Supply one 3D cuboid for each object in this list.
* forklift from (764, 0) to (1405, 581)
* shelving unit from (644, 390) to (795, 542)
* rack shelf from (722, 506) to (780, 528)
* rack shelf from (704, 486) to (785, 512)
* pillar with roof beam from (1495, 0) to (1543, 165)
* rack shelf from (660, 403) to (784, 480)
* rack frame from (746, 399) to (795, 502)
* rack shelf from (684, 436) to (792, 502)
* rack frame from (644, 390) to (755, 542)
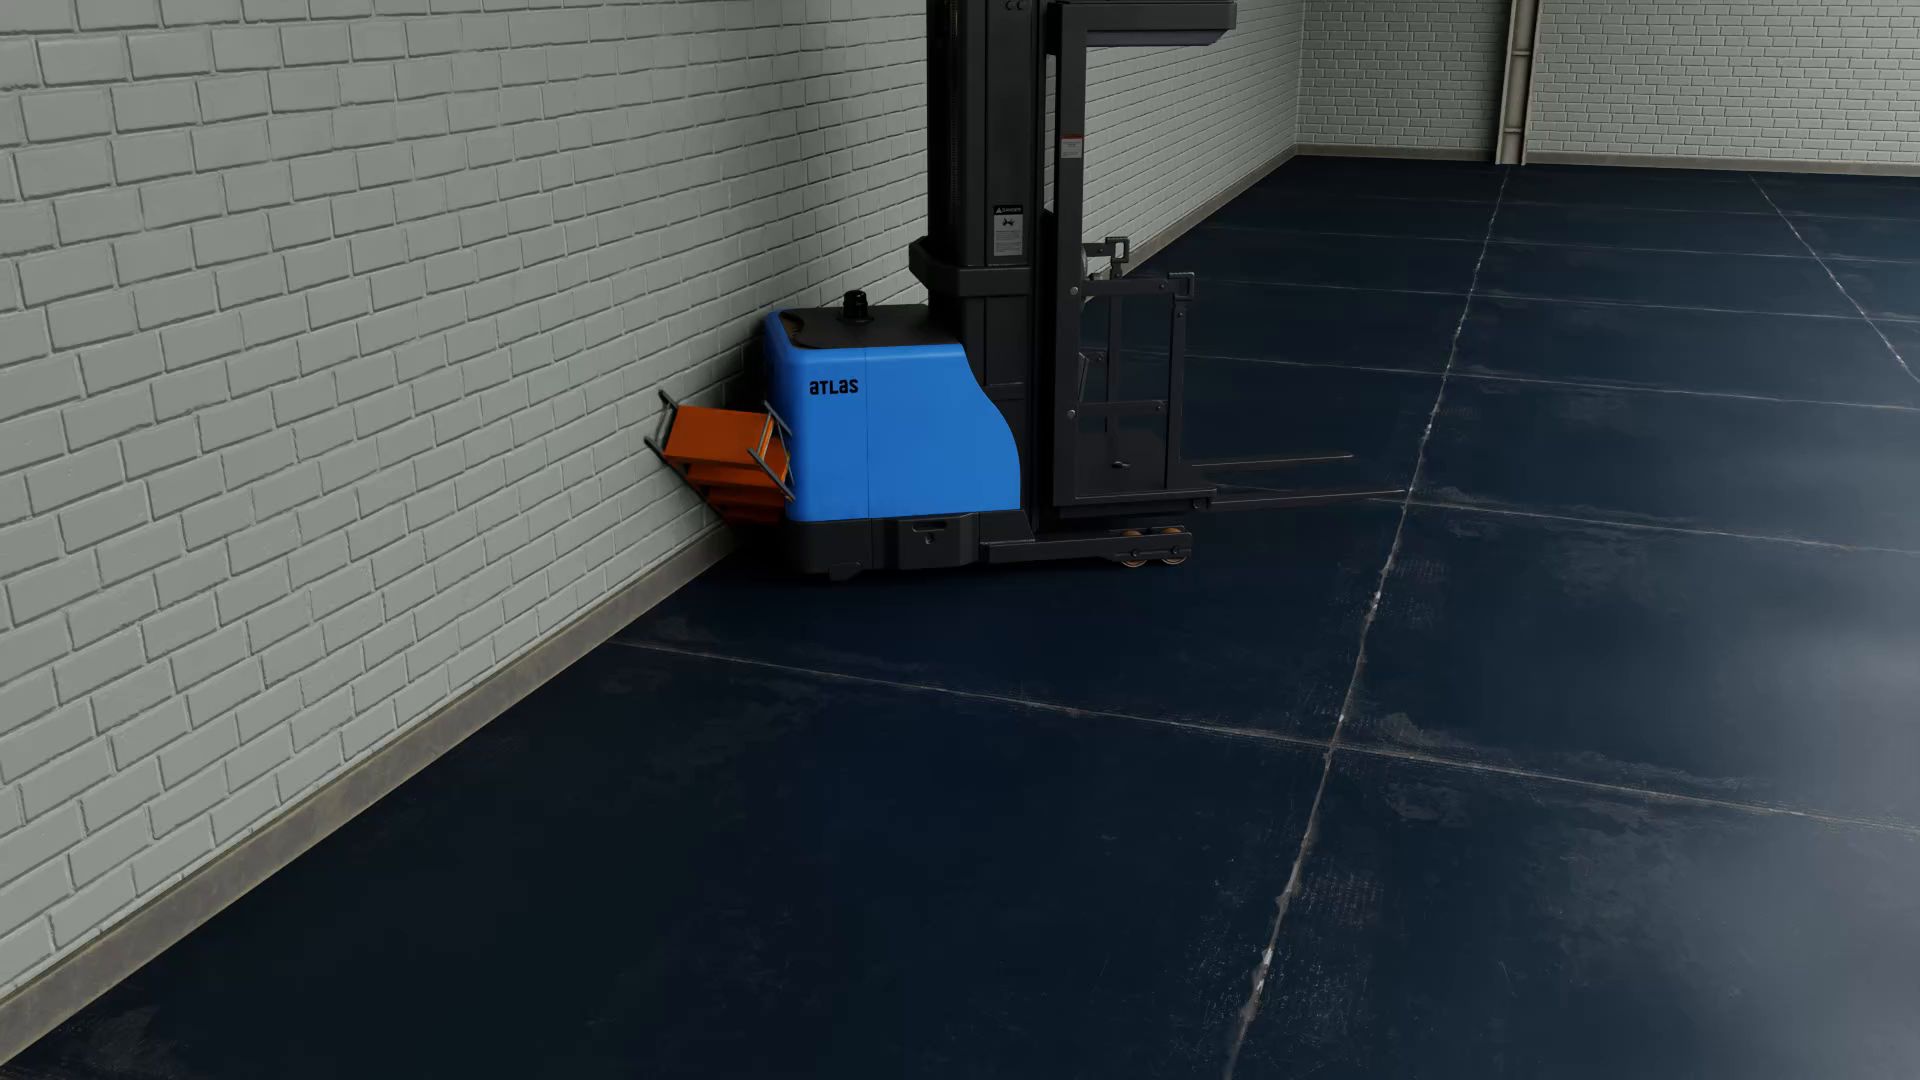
[{"bbox_3d":[0.617,-1.424,7.709,3.031,2.935,1.130,-4,20,-11],"label":"forklift"},{"bbox_3d":[-0.911,-0.276,7.534,0.503,0.258,1.200,7,-20,20],"label":"shelving unit"},{"bbox_3d":[-0.837,-0.173,7.768,0.480,0.258,0.148,7,-20,20],"label":"rack shelf"},{"bbox_3d":[-0.892,-0.250,7.593,0.480,0.258,0.148,7,-20,20],"label":"rack shelf"},{"bbox_3d":[6.220,-8.136,17.746,0.400,9.000,9.100,7,20,18],"label":"pillar with roof beam"},{"bbox_3d":[-1.020,-0.427,7.188,0.480,0.258,0.148,7,-20,20],"label":"rack shelf"},{"bbox_3d":[-0.683,-0.248,7.450,0.015,0.240,1.200,7,-20,20],"label":"rack frame"},{"bbox_3d":[-0.954,-0.336,7.396,0.480,0.258,0.148,7,-20,20],"label":"rack shelf"},{"bbox_3d":[-1.138,-0.303,7.618,0.015,0.240,1.200,7,-20,20],"label":"rack frame"}]
